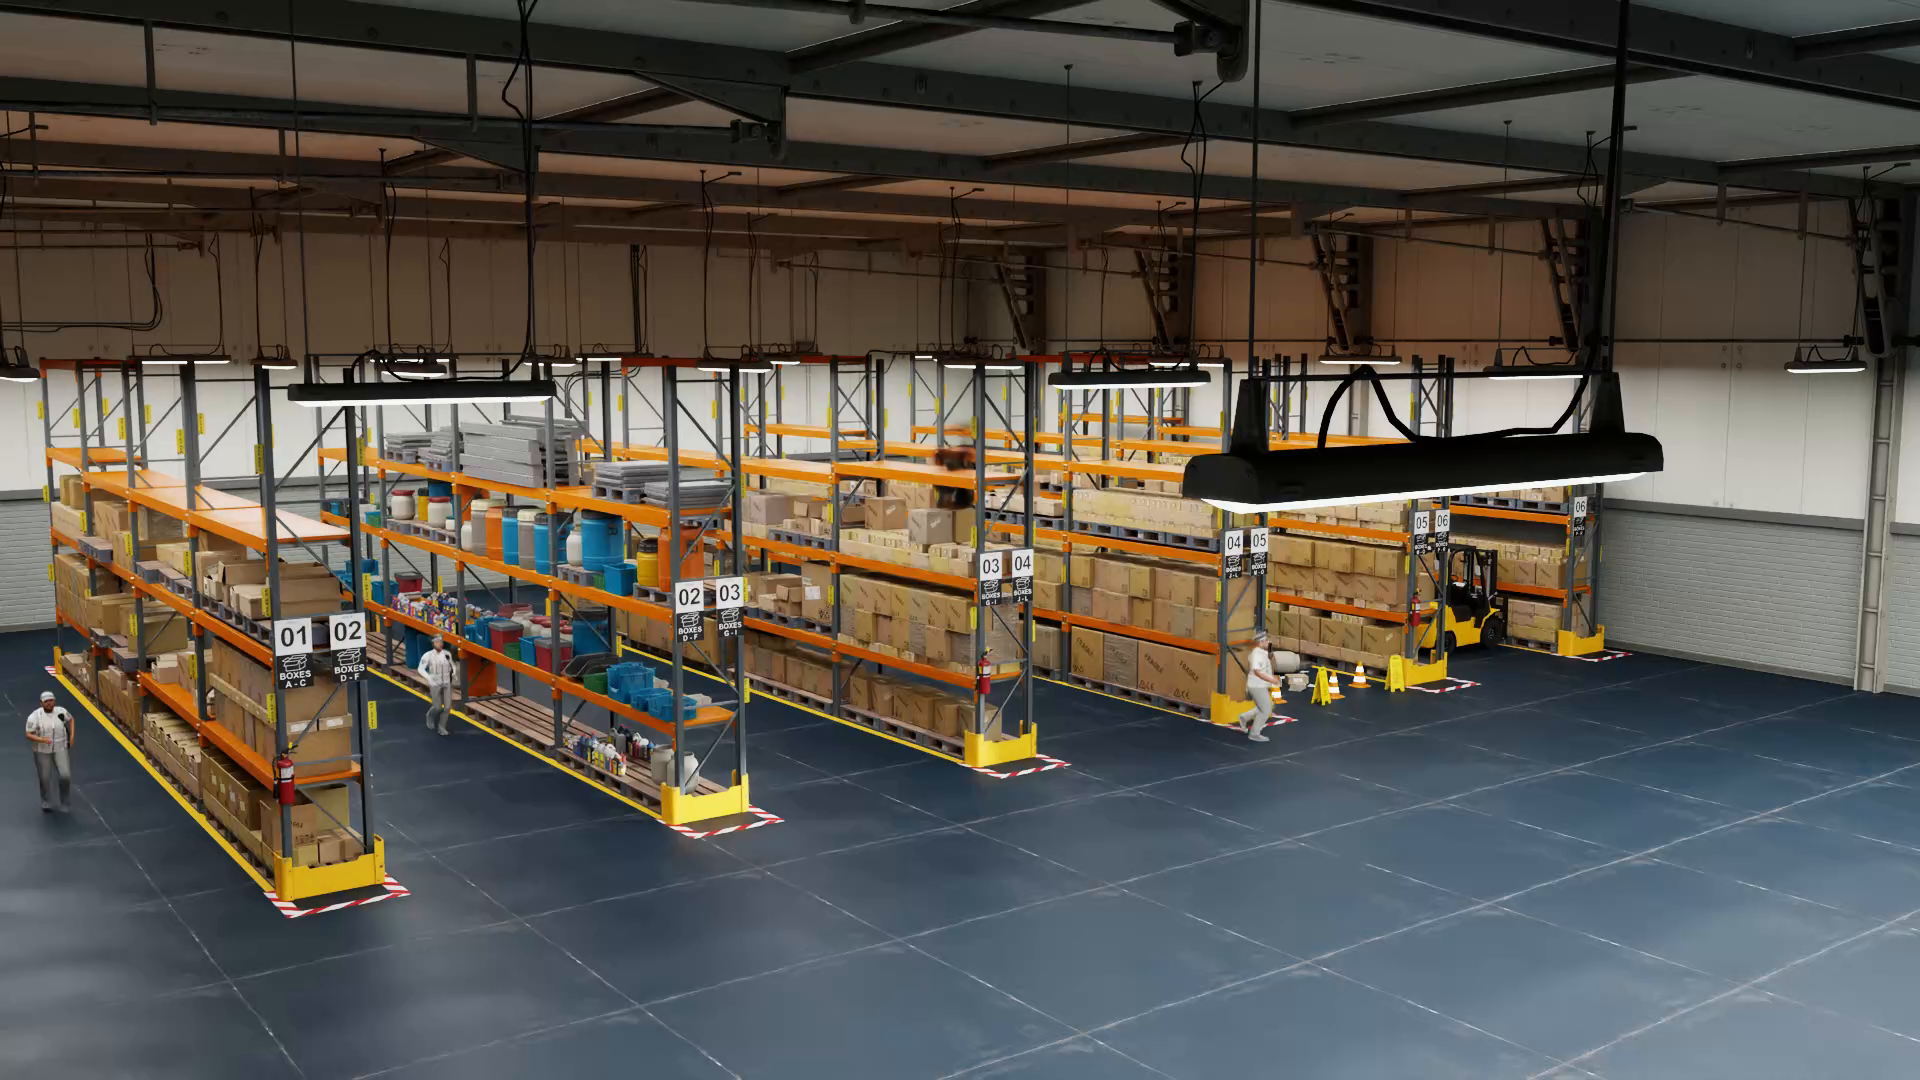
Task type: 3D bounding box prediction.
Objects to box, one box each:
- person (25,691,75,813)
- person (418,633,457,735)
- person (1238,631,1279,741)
[{"bbox_3d":[-12.158,2.860,22.287,0.619,1.711,0.691,-5,9,-38],"label":"person"},{"bbox_3d":[-8.360,2.308,26.725,0.614,1.648,0.571,-6,9,-40],"label":"person"},{"bbox_3d":[4.761,2.312,26.453,0.621,1.747,0.711,1,7,9],"label":"person"}]
